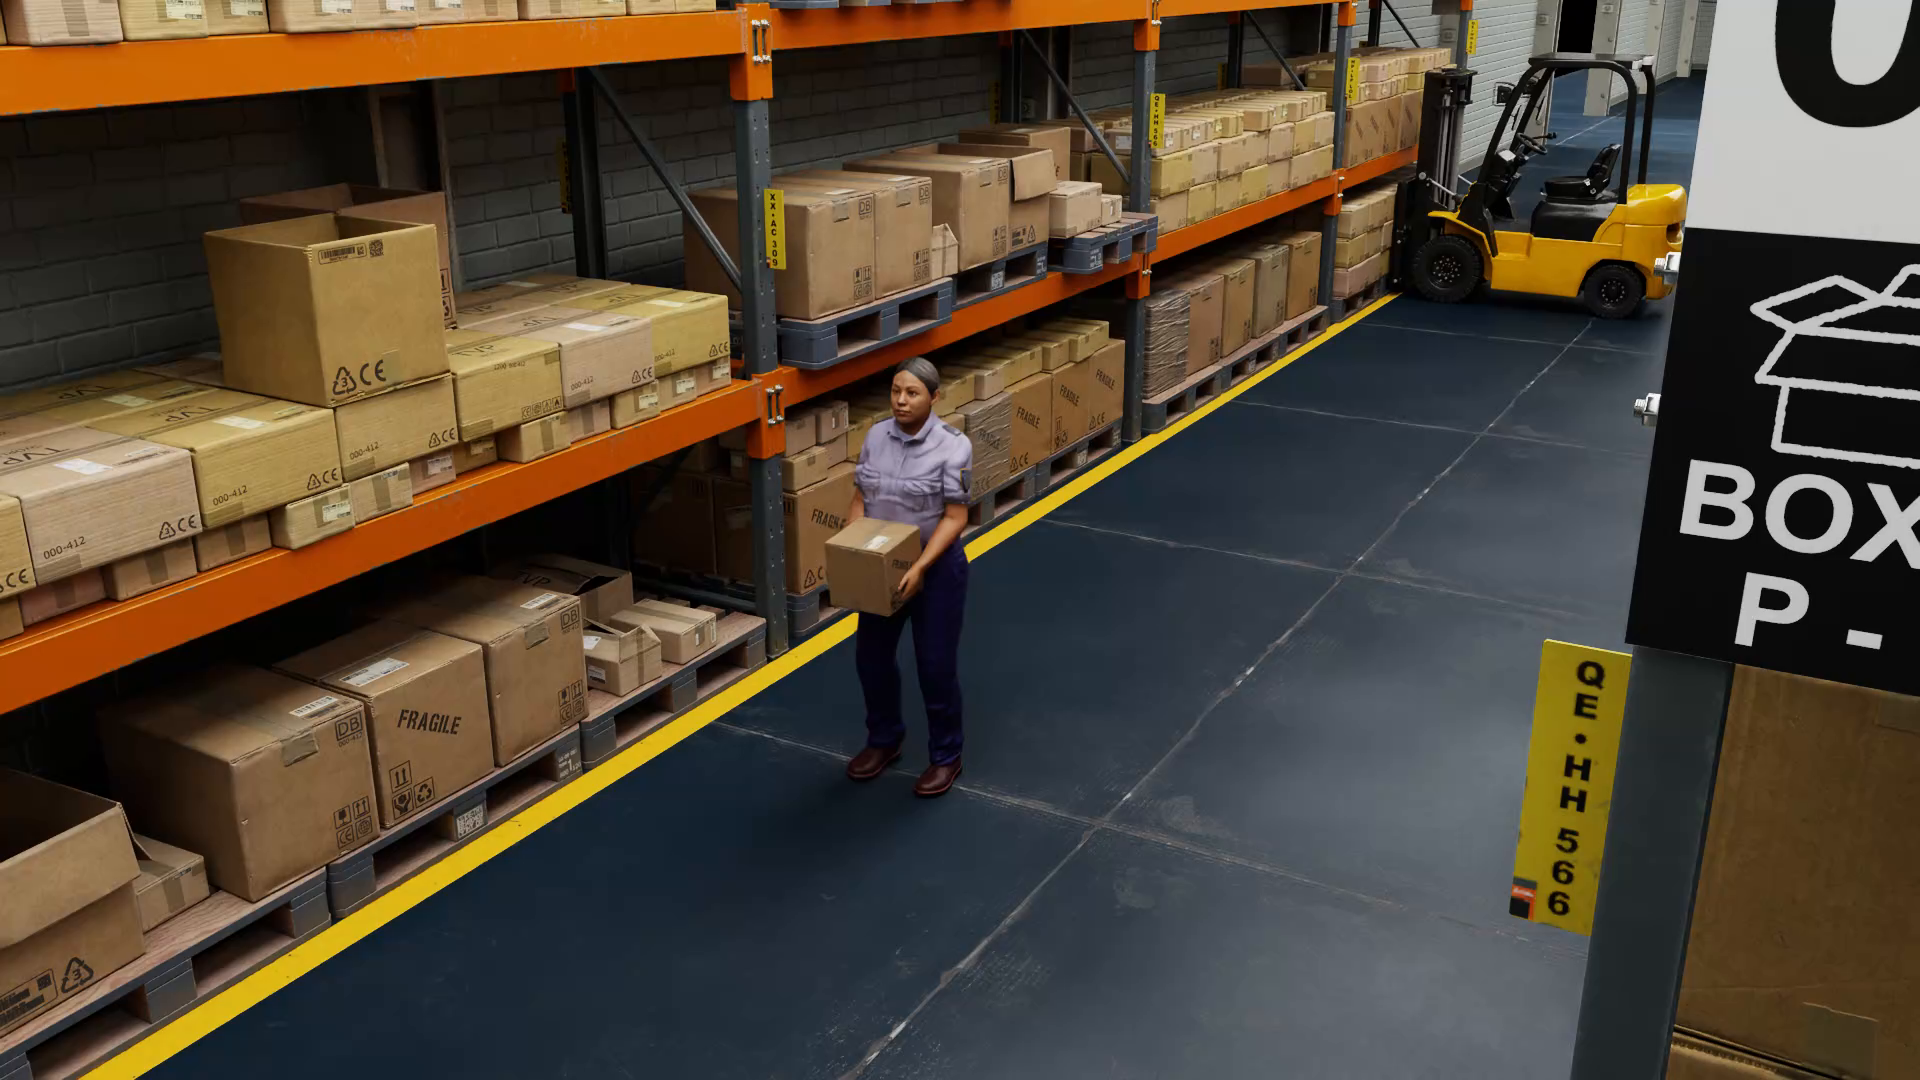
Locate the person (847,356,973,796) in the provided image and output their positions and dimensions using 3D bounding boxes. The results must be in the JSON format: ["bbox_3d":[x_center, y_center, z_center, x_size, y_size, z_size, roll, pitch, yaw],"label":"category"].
[{"bbox_3d":[-0.219,0.158,6.157,0.480,1.638,0.469,10,22,27],"label":"person"}]
